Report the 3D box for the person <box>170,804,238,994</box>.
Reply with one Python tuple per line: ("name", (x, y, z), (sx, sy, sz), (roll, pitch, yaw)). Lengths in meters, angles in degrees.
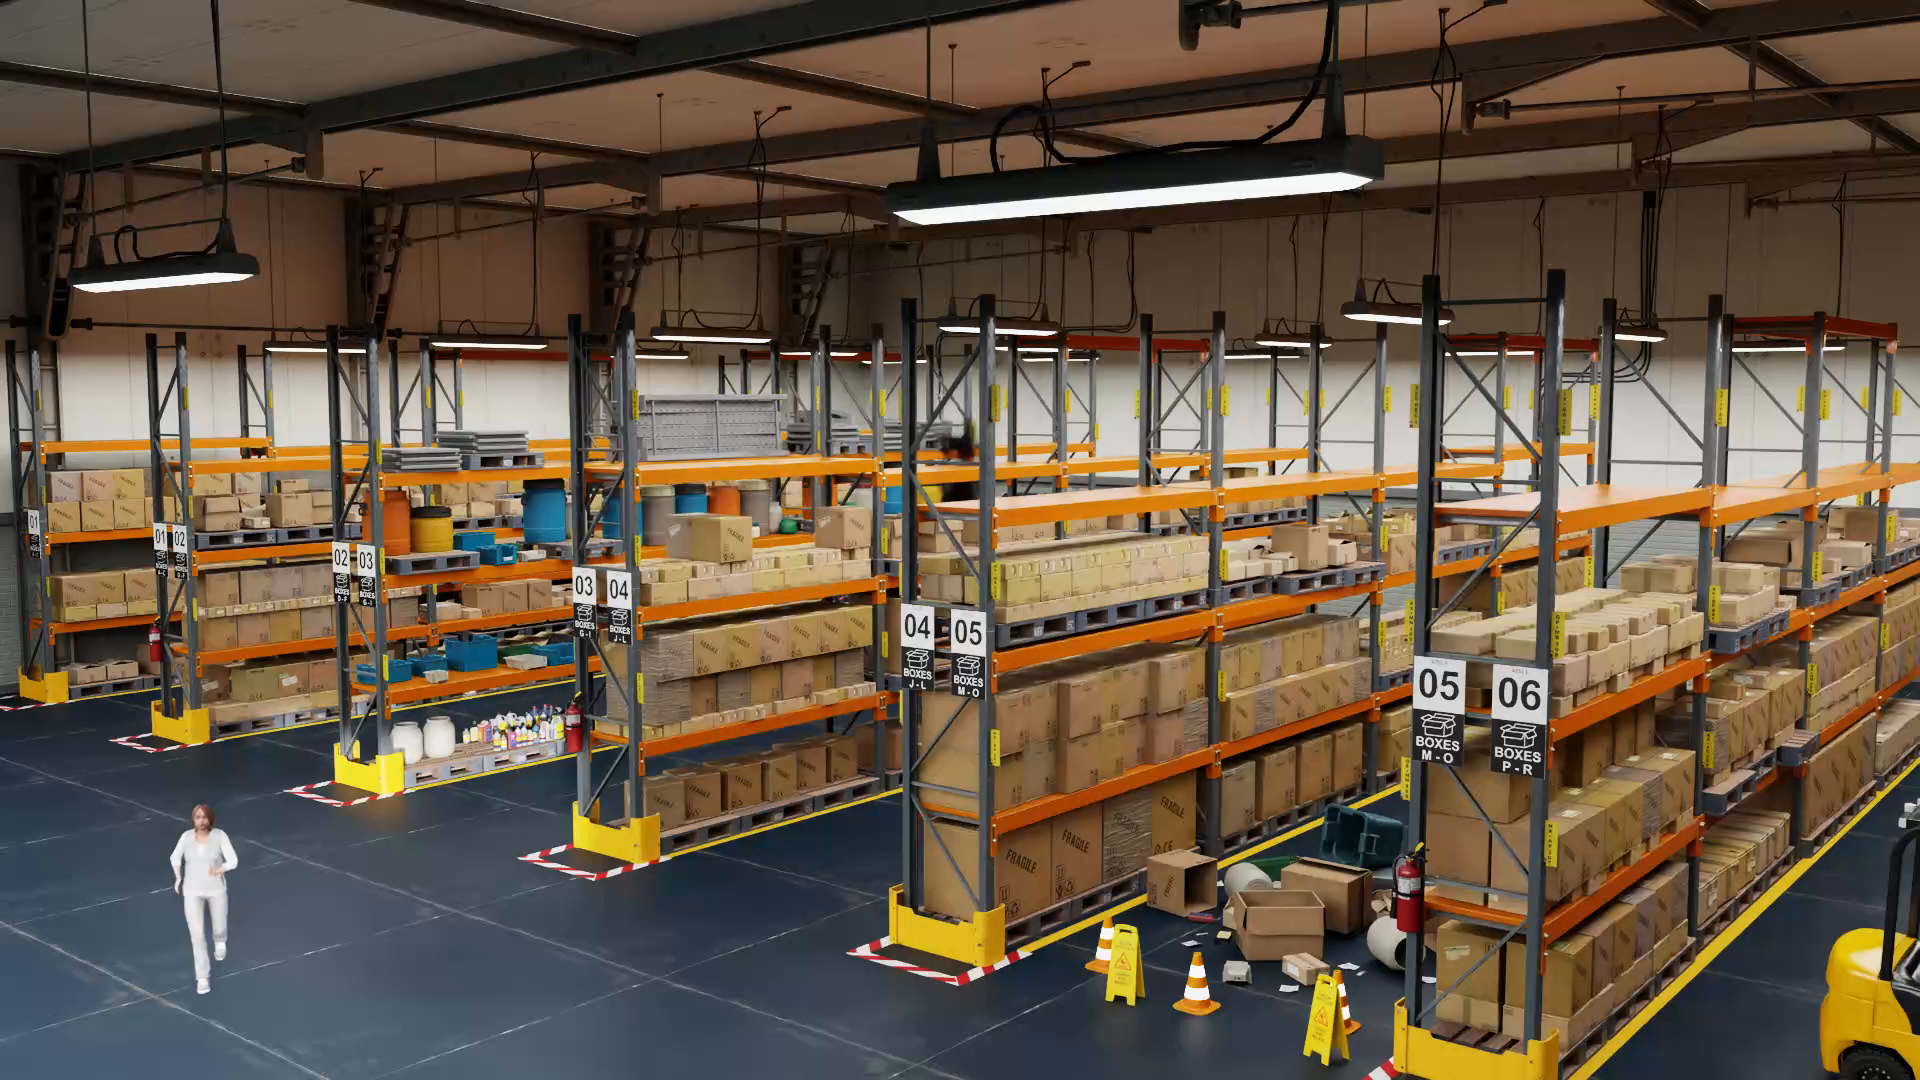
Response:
("person", (-6.585, 3.072, 14.498), (0.547, 1.570, 0.822), (-2, 5, -20))
